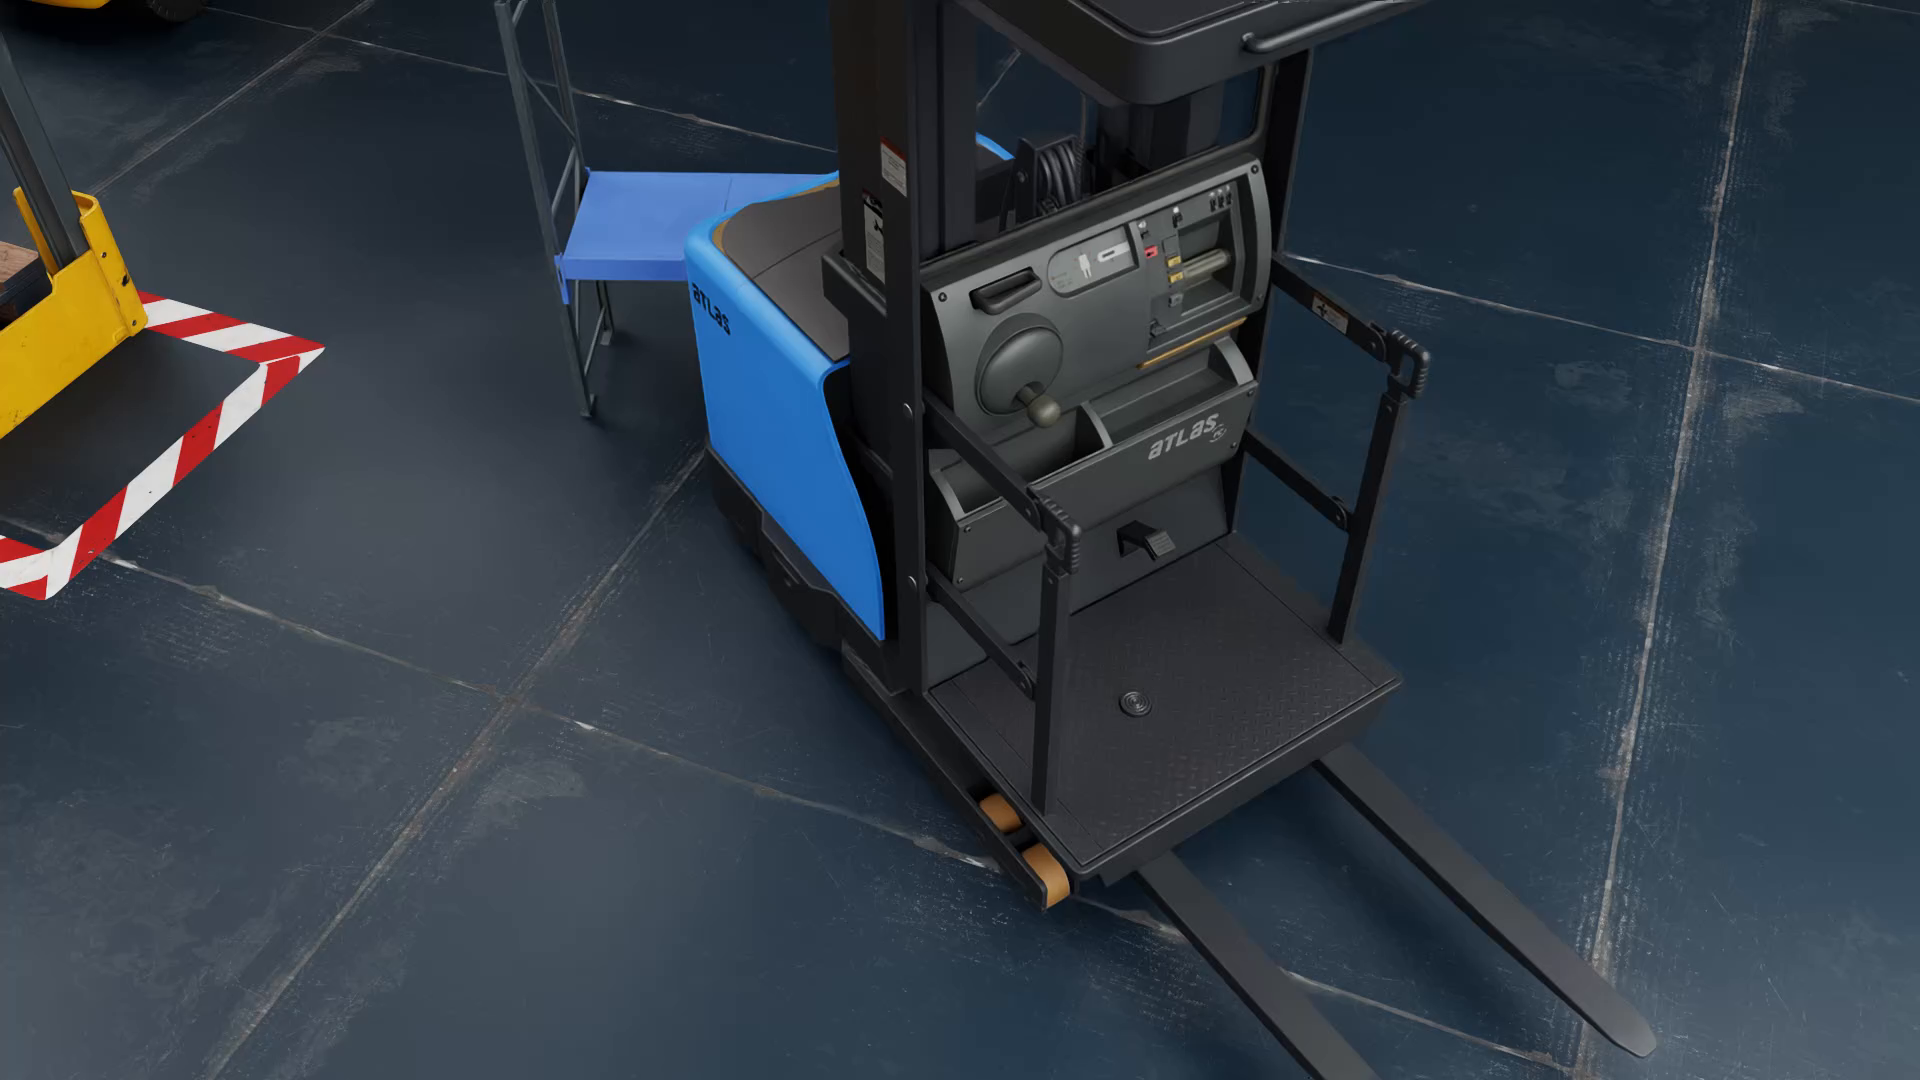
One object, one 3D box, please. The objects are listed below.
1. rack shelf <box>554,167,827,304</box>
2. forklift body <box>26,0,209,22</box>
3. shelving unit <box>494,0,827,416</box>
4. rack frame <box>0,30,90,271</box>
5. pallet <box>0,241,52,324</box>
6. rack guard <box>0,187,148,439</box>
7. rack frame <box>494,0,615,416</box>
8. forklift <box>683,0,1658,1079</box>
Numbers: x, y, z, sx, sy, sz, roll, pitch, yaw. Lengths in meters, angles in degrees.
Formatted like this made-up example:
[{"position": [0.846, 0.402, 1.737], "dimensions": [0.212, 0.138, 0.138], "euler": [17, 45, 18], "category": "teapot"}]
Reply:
[{"position": [-0.765, -0.994, 5.440], "dimensions": [1.000, 0.185, 0.538], "euler": [1, 45, 1], "category": "rack shelf"}, {"position": [-3.790, -3.780, 7.524], "dimensions": [1.214, 2.155, 2.313], "euler": [16, 47, 16], "category": "forklift body"}, {"position": [-0.765, -1.121, 5.314], "dimensions": [1.048, 1.500, 0.538], "euler": [1, 45, 1], "category": "shelving unit"}, {"position": [-3.246, -1.521, 4.652], "dimensions": [0.127, 3.000, 1.000], "euler": [16, 47, 16], "category": "rack frame"}, {"position": [-4.052, -0.797, 5.901], "dimensions": [1.213, 0.211, 1.003], "euler": [16, 47, 16], "category": "pallet"}, {"position": [-3.316, -0.656, 5.555], "dimensions": [0.348, 0.500, 1.175], "euler": [16, 47, 16], "category": "rack guard"}, {"position": [-1.273, -1.130, 5.322], "dimensions": [0.032, 1.500, 0.500], "euler": [1, 45, 1], "category": "rack frame"}, {"position": [0.461, -0.481, 3.656], "dimensions": [1.130, 2.935, 3.031], "euler": [-26, 50, -24], "category": "forklift"}]
